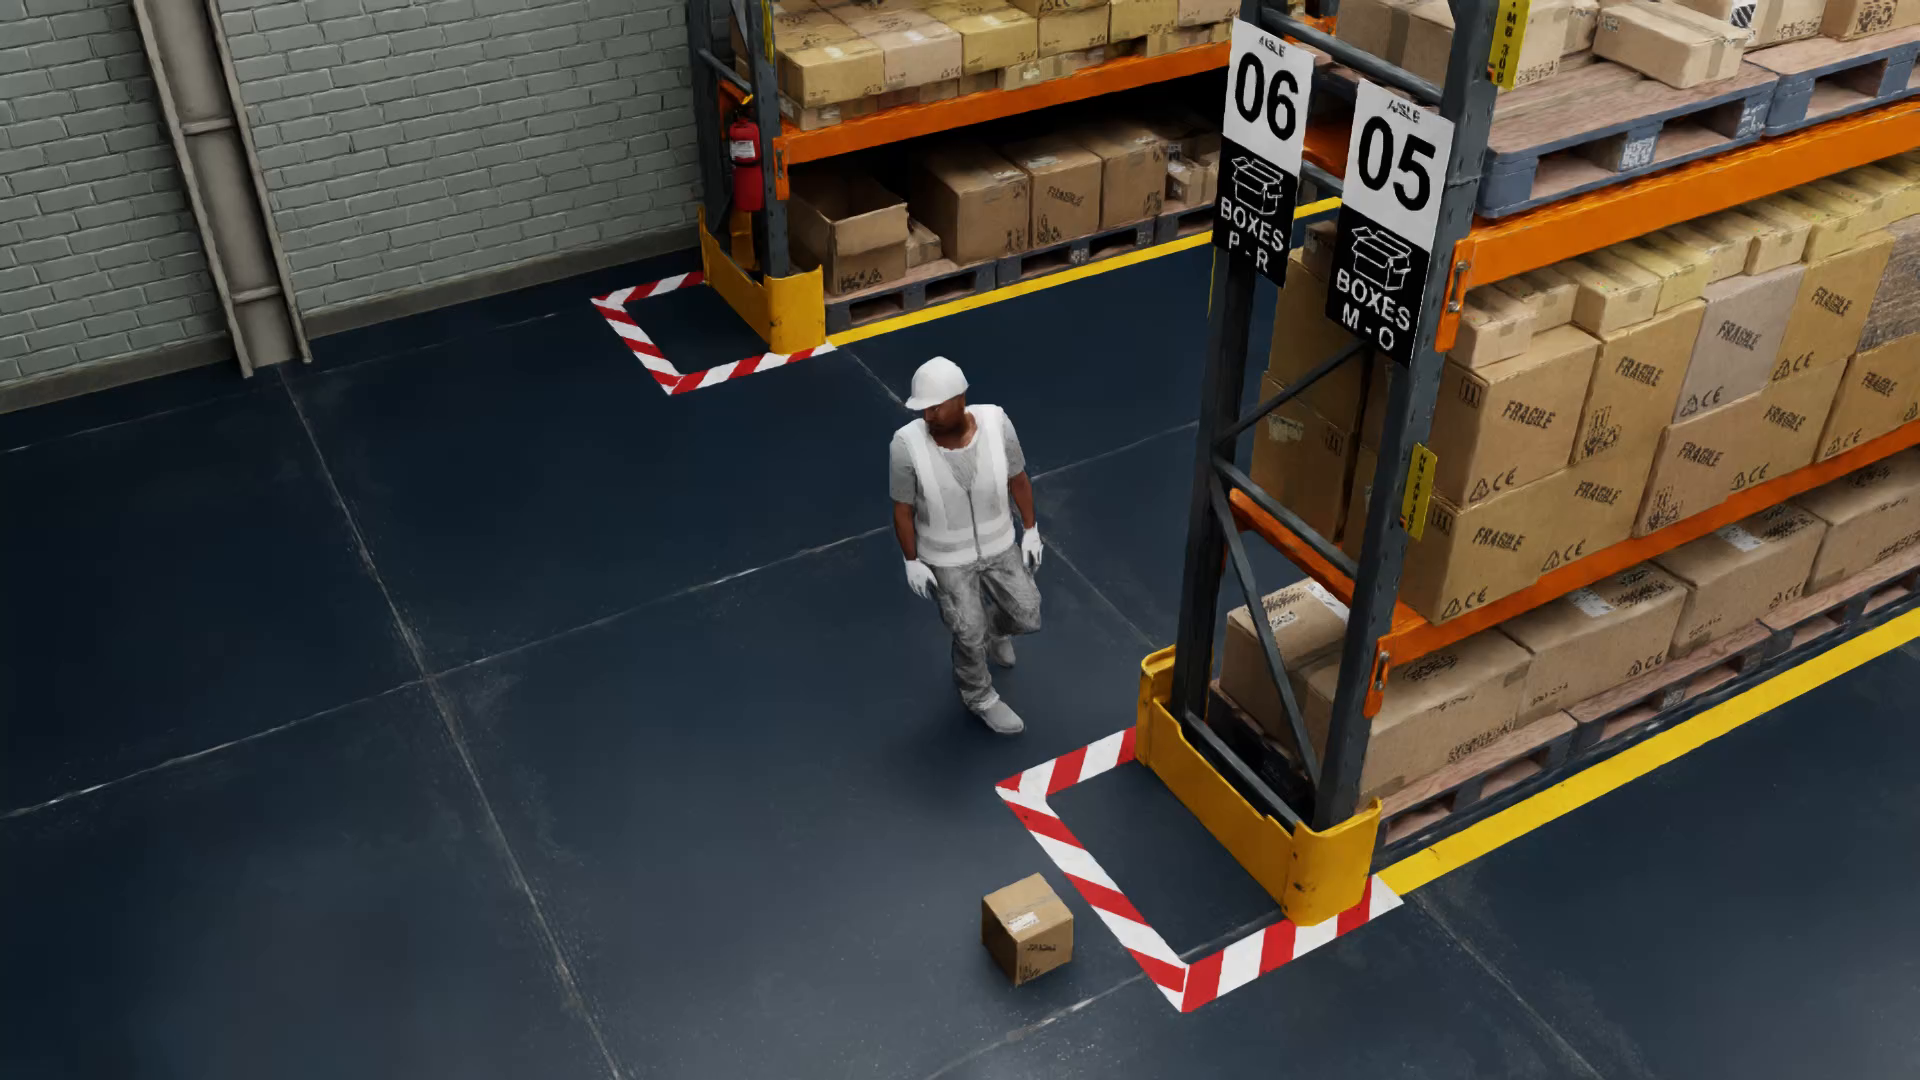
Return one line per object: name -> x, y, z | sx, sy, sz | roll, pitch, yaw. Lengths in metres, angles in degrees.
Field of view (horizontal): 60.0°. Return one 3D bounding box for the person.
person -> 0.035, 0.028, 6.901 | 0.616, 1.757, 0.552 | -16, 39, -20
